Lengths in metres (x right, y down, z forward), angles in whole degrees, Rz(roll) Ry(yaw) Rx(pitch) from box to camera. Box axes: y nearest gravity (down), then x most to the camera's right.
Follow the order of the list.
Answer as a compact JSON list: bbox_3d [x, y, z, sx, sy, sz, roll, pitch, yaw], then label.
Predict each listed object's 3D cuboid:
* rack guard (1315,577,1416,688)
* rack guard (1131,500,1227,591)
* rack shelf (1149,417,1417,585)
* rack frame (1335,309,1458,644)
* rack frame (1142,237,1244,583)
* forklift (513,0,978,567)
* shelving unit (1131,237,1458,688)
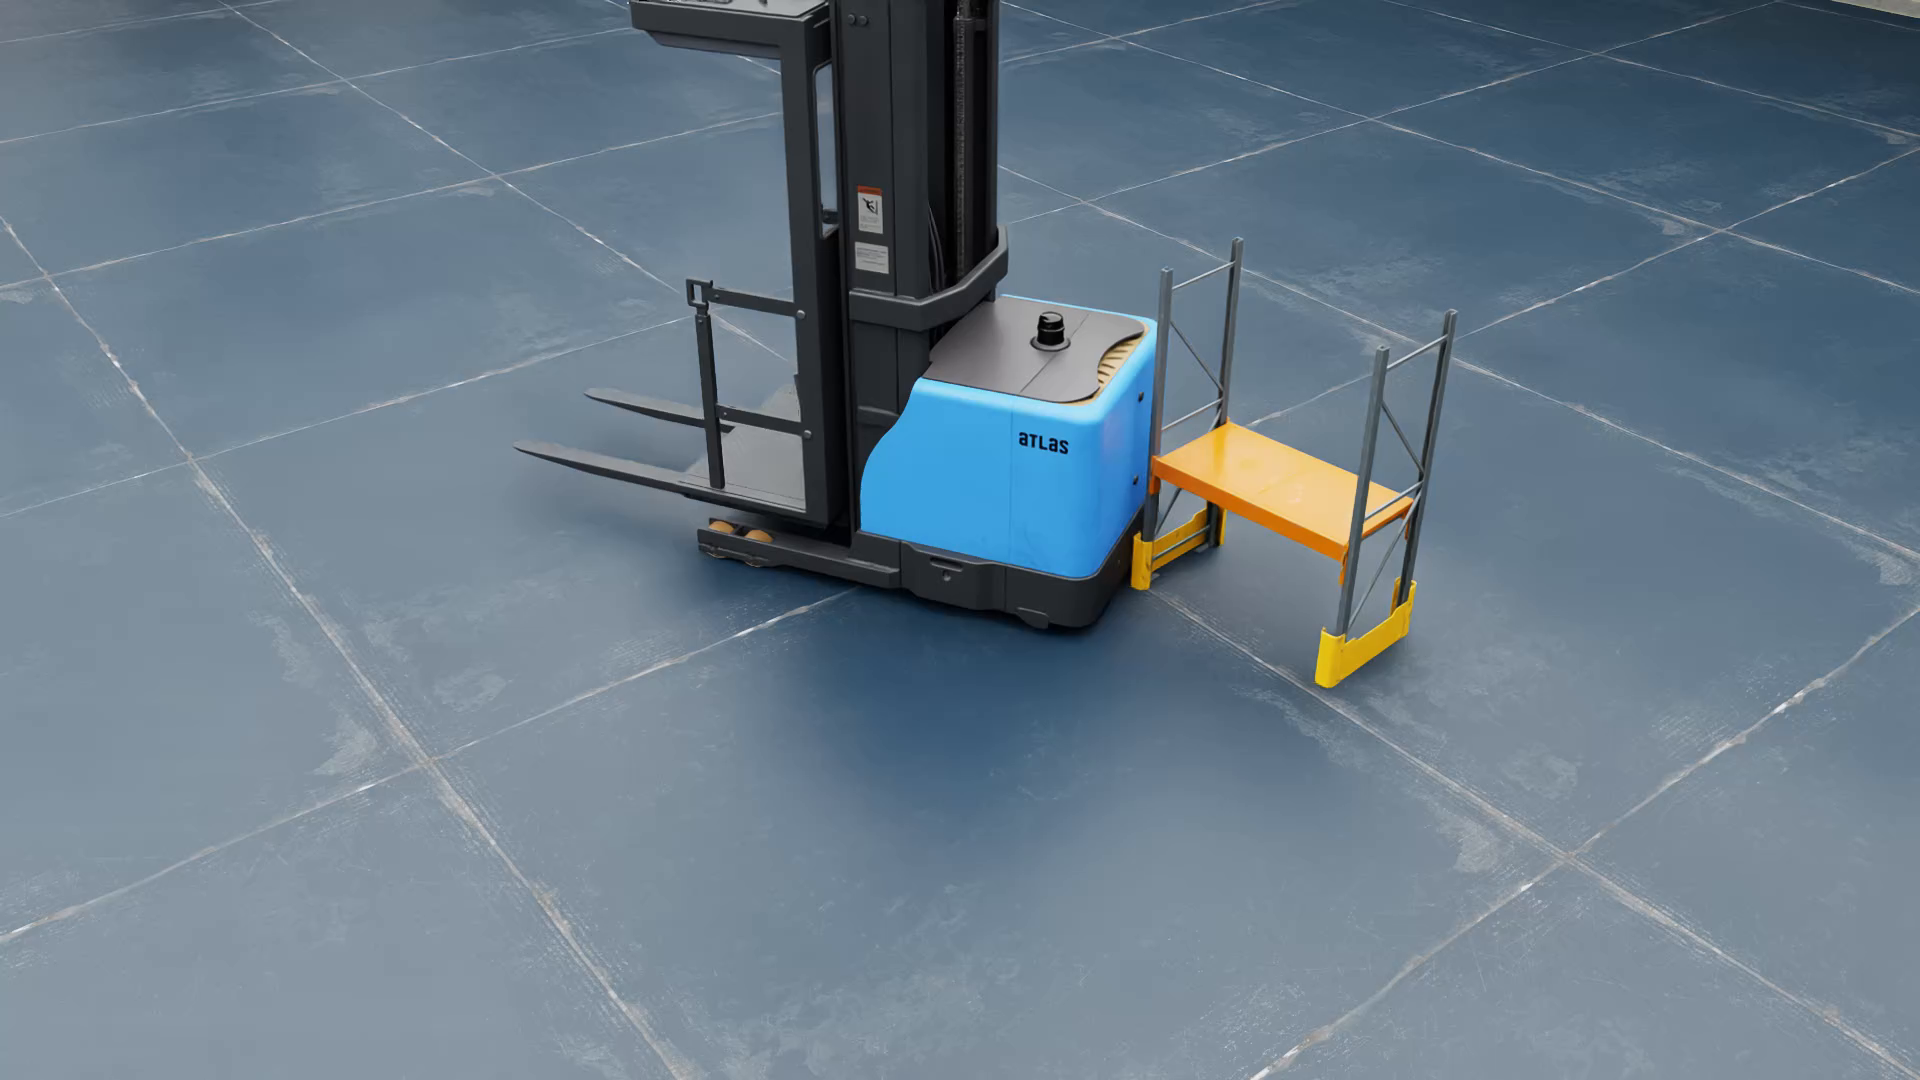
[{"bbox_3d":[1.685,0.380,6.902,0.587,0.250,0.087,-27,41,-36],"label":"rack guard"},{"bbox_3d":[0.993,0.002,7.510,0.587,0.250,0.087,-27,41,-36],"label":"rack guard"},{"bbox_3d":[1.346,-0.184,6.965,0.538,0.185,1.000,-27,41,-36],"label":"rack shelf"},{"bbox_3d":[1.699,-0.144,6.560,0.500,1.500,0.032,-27,41,-36],"label":"rack frame"},{"bbox_3d":[0.992,-0.530,7.181,0.500,1.500,0.032,-27,41,-36],"label":"rack frame"},{"bbox_3d":[-0.647,-1.365,7.170,3.031,2.935,1.121,13,34,19],"label":"forklift"},{"bbox_3d":[1.339,-0.340,6.876,0.587,1.500,1.083,-27,41,-36],"label":"shelving unit"}]
